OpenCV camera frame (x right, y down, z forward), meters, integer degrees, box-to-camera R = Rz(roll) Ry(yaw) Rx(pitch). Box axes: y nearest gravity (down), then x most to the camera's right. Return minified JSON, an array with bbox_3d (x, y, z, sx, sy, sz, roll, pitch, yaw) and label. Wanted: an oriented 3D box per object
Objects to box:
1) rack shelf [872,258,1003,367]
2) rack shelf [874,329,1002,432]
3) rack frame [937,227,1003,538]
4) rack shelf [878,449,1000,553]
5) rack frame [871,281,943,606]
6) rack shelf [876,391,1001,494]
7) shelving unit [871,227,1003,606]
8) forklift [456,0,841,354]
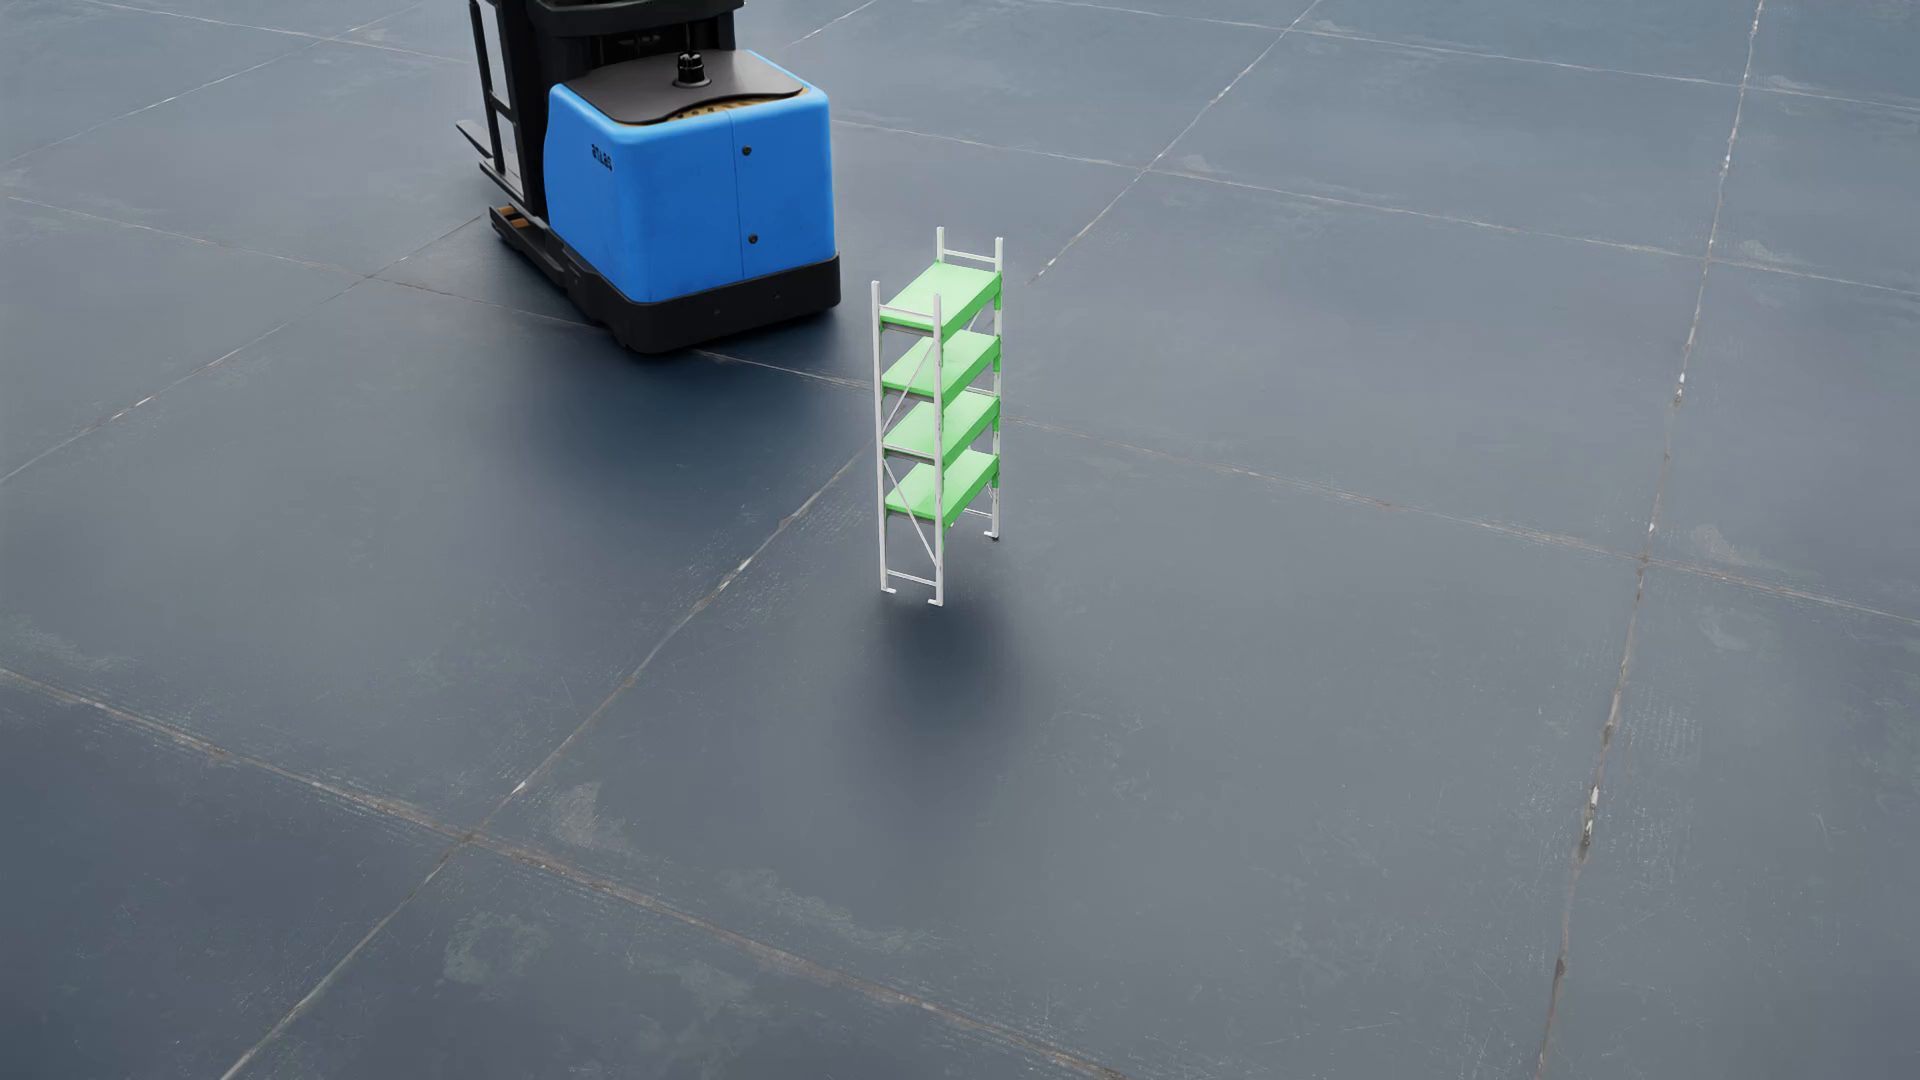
[{"bbox_3d":[-0.069,-0.767,5.567,0.258,0.148,0.480,14,36,20],"label":"rack shelf"},{"bbox_3d":[-0.069,-0.567,5.699,0.258,0.148,0.480,14,36,20],"label":"rack shelf"},{"bbox_3d":[0.033,-0.541,5.981,0.240,1.200,0.015,14,36,20],"label":"rack frame"},{"bbox_3d":[-0.069,-0.165,5.962,0.258,0.148,0.480,14,36,20],"label":"rack shelf"},{"bbox_3d":[-0.171,-0.298,5.610,0.240,1.200,0.015,14,36,20],"label":"rack frame"},{"bbox_3d":[-0.069,-0.366,5.830,0.258,0.148,0.480,14,36,20],"label":"rack shelf"},{"bbox_3d":[-0.069,-0.419,5.795,0.258,1.200,0.503,14,36,20],"label":"shelving unit"},{"bbox_3d":[-1.776,-2.824,7.884,1.130,2.935,3.031,-19,38,-27],"label":"forklift"}]
